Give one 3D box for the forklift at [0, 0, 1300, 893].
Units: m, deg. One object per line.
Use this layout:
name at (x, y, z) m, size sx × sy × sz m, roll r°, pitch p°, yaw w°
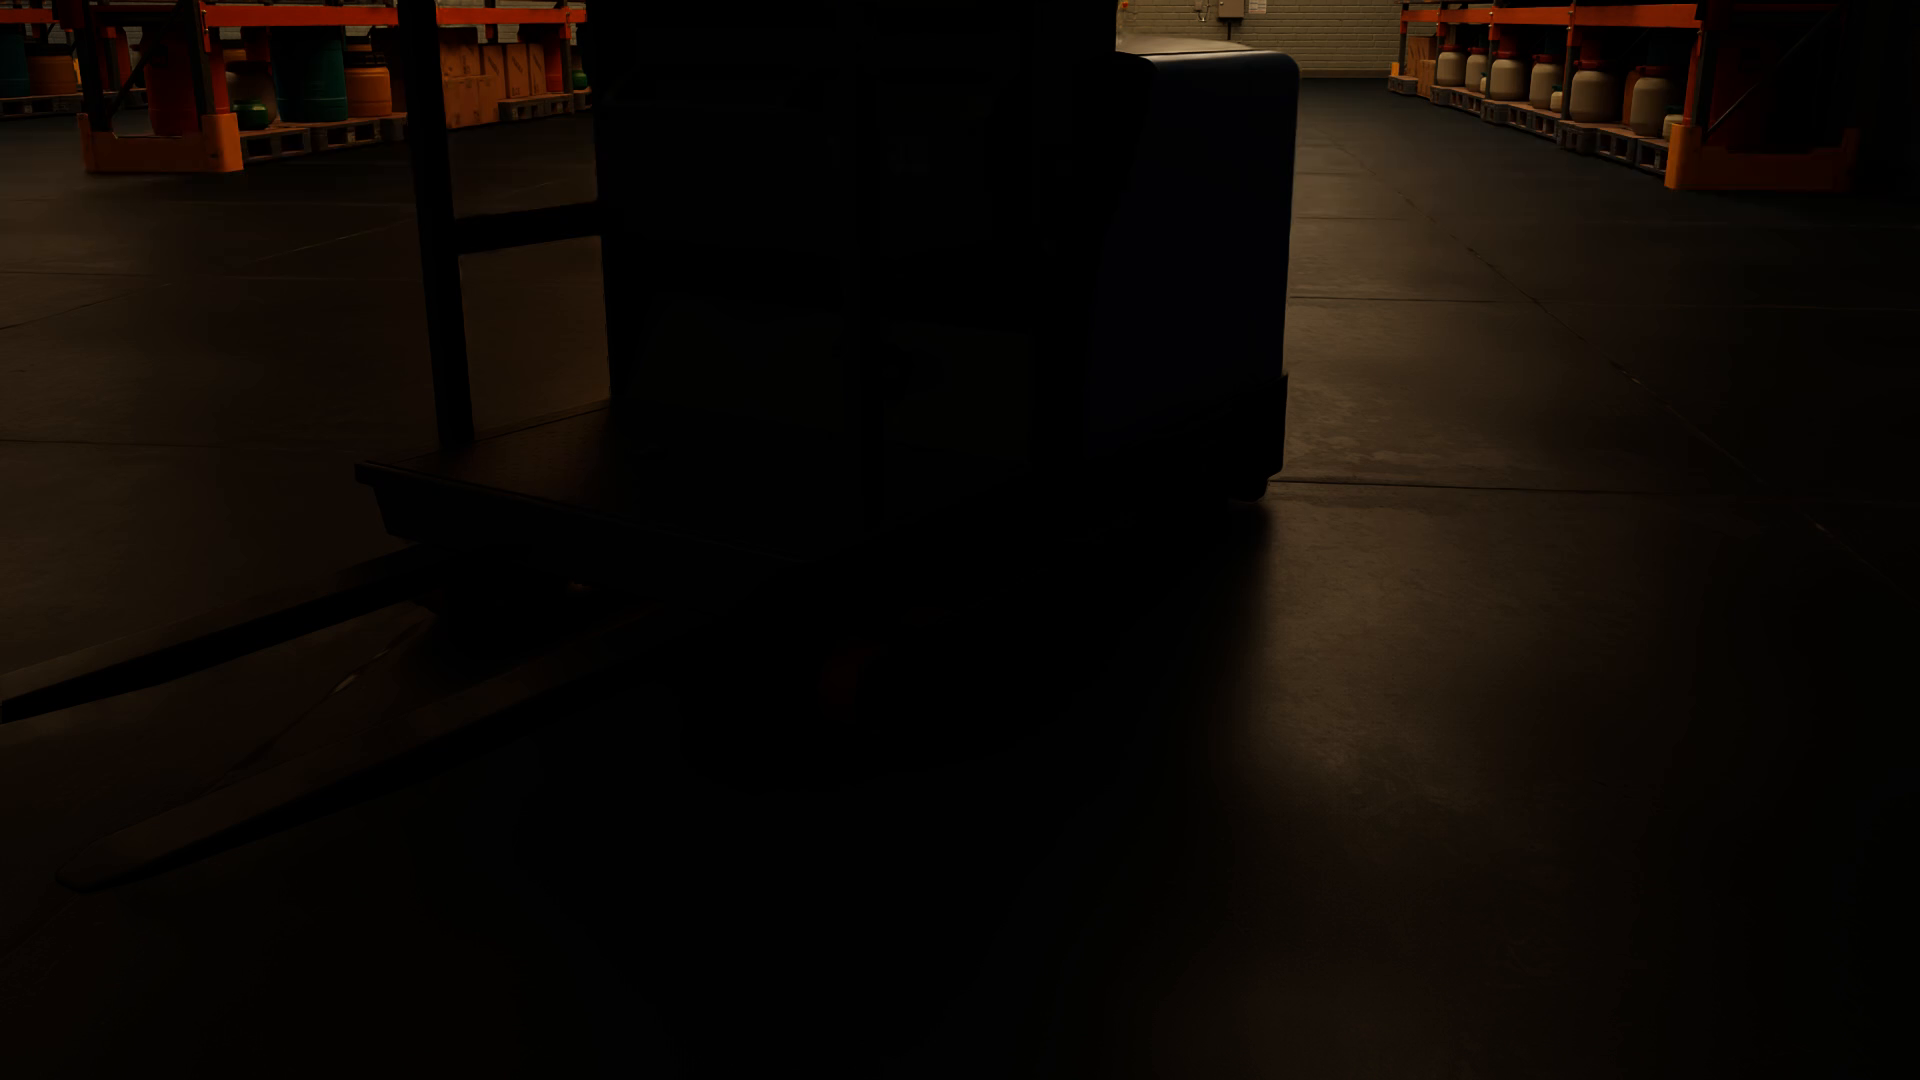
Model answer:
forklift at (-0.422, -1.231, 2.856) m, size 1.130 × 2.935 × 3.031 m, roll 11°, pitch 21°, yaw 32°
